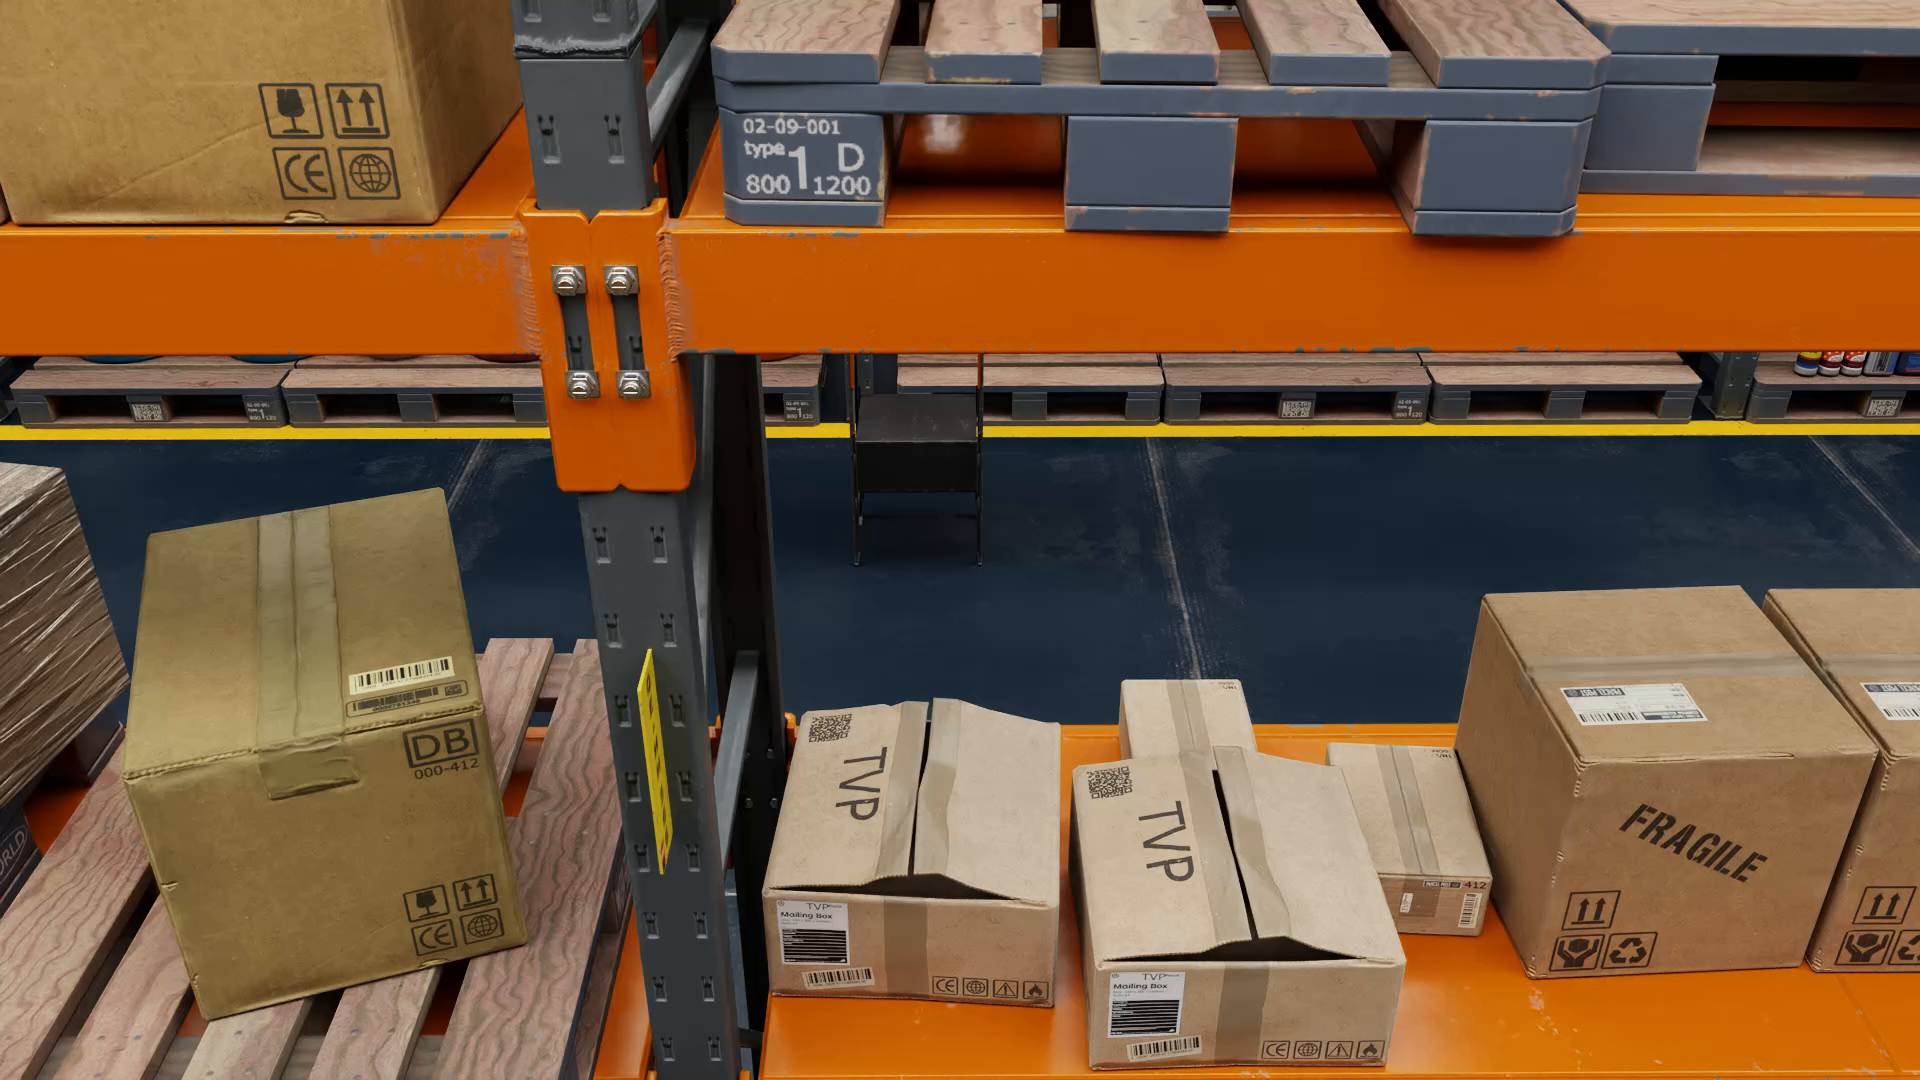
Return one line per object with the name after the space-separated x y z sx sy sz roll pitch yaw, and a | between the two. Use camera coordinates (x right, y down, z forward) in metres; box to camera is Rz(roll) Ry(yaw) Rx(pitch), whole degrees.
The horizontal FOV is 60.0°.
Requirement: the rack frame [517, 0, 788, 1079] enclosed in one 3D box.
-0.434 0.489 3.052 0.127 3.000 1.000 0 31 0 | rack frame

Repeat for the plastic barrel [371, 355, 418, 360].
-2.643 -1.134 7.721 0.421 0.512 0.421 0 31 0 | plastic barrel

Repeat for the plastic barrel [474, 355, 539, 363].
-2.079 -1.215 7.780 0.708 0.588 0.600 0 31 0 | plastic barrel

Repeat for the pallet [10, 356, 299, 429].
-3.688 -0.856 7.957 1.213 0.211 1.003 0 31 0 | pallet

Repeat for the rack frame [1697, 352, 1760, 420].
3.540 -2.092 7.307 0.127 3.000 1.000 0 31 0 | rack frame

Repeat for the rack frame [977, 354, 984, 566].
0.078 -0.898 6.206 0.015 2.100 0.400 0 31 0 | rack frame

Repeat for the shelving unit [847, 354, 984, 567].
-0.166 -0.897 6.204 0.503 2.100 0.431 0 31 0 | shelving unit

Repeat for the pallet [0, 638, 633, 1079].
-1.111 0.610 3.038 1.003 0.211 1.213 0 31 0 | pallet

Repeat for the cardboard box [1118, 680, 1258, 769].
0.464 0.451 3.358 0.250 0.149 0.380 0 31 0 | cardboard box

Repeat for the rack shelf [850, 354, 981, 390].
-0.166 -0.886 6.212 0.480 0.518 0.431 0 31 0 | rack shelf

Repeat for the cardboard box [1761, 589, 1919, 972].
1.770 0.431 3.051 0.500 0.500 0.500 0 31 0 | cardboard box

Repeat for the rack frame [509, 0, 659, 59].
-0.434 -2.075 1.495 0.127 3.000 1.000 0 31 0 | rack frame

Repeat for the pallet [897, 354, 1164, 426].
0.315 -0.870 7.981 1.213 0.211 1.003 0 31 0 | pallet

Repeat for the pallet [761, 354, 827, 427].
-1.248 -0.864 7.970 1.213 0.211 1.003 0 31 0 | pallet

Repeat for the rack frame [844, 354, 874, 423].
-0.460 -2.080 7.286 0.127 3.000 1.000 0 31 0 | rack frame

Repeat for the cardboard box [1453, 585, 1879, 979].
1.244 0.433 3.048 0.500 0.500 0.500 -2 31 -3 | cardboard box

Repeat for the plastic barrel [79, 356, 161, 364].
-3.916 -1.343 7.689 0.708 0.901 0.600 0 31 0 | plastic barrel

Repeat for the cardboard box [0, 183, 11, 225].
-1.380 -0.815 2.214 0.500 0.500 0.910 0 31 0 | cardboard box

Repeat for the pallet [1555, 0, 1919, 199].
1.362 -0.766 2.411 1.213 0.211 1.003 1 31 2 | pallet

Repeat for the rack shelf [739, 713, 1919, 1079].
1.566 0.791 3.249 4.000 0.370 1.077 0 31 0 | rack shelf

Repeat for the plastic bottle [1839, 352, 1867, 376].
4.064 -0.858 7.547 0.097 0.201 0.097 0 31 0 | plastic bottle

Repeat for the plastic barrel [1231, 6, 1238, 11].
1.415 -2.258 7.448 0.433 0.535 0.433 0 31 0 | plastic barrel

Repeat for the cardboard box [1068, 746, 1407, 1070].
0.461 0.625 2.914 0.500 0.311 0.500 -1 31 -1 | cardboard box

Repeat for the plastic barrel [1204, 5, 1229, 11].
0.988 -2.243 7.447 0.421 0.512 0.421 0 31 0 | plastic barrel

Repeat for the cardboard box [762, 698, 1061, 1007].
-0.070 0.549 3.039 0.500 0.311 0.500 2 31 3 | cardboard box

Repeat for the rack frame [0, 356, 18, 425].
-4.460 -2.067 7.266 0.127 3.000 1.000 0 31 0 | rack frame

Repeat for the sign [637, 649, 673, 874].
-0.421 0.310 2.308 0.005 0.325 0.100 0 31 0 | sign

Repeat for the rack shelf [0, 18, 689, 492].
-2.434 -0.479 2.450 4.000 0.370 1.077 0 31 0 | rack shelf

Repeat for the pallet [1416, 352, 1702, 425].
2.755 -0.878 7.993 1.213 0.211 1.003 0 31 0 | pallet

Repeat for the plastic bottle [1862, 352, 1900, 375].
4.184 -0.905 7.551 0.135 0.276 0.152 1 31 2 | plastic bottle

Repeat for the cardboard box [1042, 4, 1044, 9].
0.734 -3.789 12.089 0.500 0.500 0.700 -3 31 -4 | cardboard box

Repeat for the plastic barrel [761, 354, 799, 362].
-0.949 -1.321 7.723 0.708 0.830 0.600 0 31 0 | plastic barrel

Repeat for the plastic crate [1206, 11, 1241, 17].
1.158 -1.954 7.017 0.583 0.464 0.402 0 31 0 | plastic crate

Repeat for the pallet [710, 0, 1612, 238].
0.244 -0.761 2.402 1.003 0.211 1.213 1 31 2 | pallet

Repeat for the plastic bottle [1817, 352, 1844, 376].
3.963 -0.858 7.546 0.097 0.201 0.097 0 31 0 | plastic bottle

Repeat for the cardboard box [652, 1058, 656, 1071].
-0.891 1.223 3.828 0.500 0.500 0.500 1 31 2 | cardboard box

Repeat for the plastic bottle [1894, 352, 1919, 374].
4.349 -0.935 7.529 0.185 0.351 0.144 1 31 1 | plastic bottle

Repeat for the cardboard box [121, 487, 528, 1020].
-1.063 0.328 2.817 0.500 0.500 0.700 -11 33 -17 | cardboard box

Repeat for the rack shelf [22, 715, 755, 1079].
-2.434 0.803 3.228 4.000 0.370 1.077 0 31 0 | rack shelf

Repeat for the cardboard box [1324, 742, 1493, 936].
0.841 0.564 3.171 0.250 0.149 0.380 2 31 3 | cardboard box

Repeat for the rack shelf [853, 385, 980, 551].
-0.166 -0.287 6.575 0.480 0.518 0.431 0 31 0 | rack shelf

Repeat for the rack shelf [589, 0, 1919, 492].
1.566 -0.492 2.470 4.000 0.370 1.077 0 31 0 | rack shelf

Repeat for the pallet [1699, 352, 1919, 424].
4.212 -0.881 7.998 1.213 0.211 1.003 0 31 0 | pallet

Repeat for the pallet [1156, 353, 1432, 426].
1.532 -0.872 7.984 1.213 0.211 1.003 0 31 0 | pallet

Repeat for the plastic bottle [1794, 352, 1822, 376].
3.861 -0.888 7.527 0.097 0.271 0.097 0 31 0 | plastic bottle

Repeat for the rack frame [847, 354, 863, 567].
-0.410 -0.896 6.203 0.015 2.100 0.400 0 31 0 | rack frame

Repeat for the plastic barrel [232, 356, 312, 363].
-3.208 -1.345 7.693 0.708 0.901 0.600 0 31 0 | plastic barrel

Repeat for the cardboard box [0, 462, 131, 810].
-1.979 0.231 2.976 0.500 0.500 0.700 6 32 9 | cardboard box

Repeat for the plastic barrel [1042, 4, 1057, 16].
0.567 -2.242 7.445 0.421 0.512 0.421 0 31 0 | plastic barrel

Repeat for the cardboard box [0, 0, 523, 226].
-0.870 -0.817 2.217 0.500 0.500 0.910 0 31 0 | cardboard box

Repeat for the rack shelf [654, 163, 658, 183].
-2.460 -1.766 7.463 4.000 0.370 1.077 0 31 0 | rack shelf

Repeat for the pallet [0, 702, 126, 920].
-2.379 0.580 3.087 1.213 0.211 1.003 0 31 0 | pallet

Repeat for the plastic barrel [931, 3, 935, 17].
0.002 -2.297 7.513 0.708 0.536 0.600 0 31 0 | plastic barrel

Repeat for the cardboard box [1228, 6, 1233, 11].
1.859 -3.797 12.101 0.500 0.500 0.700 -3 31 -5 | cardboard box

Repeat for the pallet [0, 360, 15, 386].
-5.195 -0.853 7.952 1.213 0.211 1.003 0 31 0 | pallet

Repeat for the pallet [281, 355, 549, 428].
-2.465 -0.861 7.966 1.213 0.211 1.003 0 31 0 | pallet
